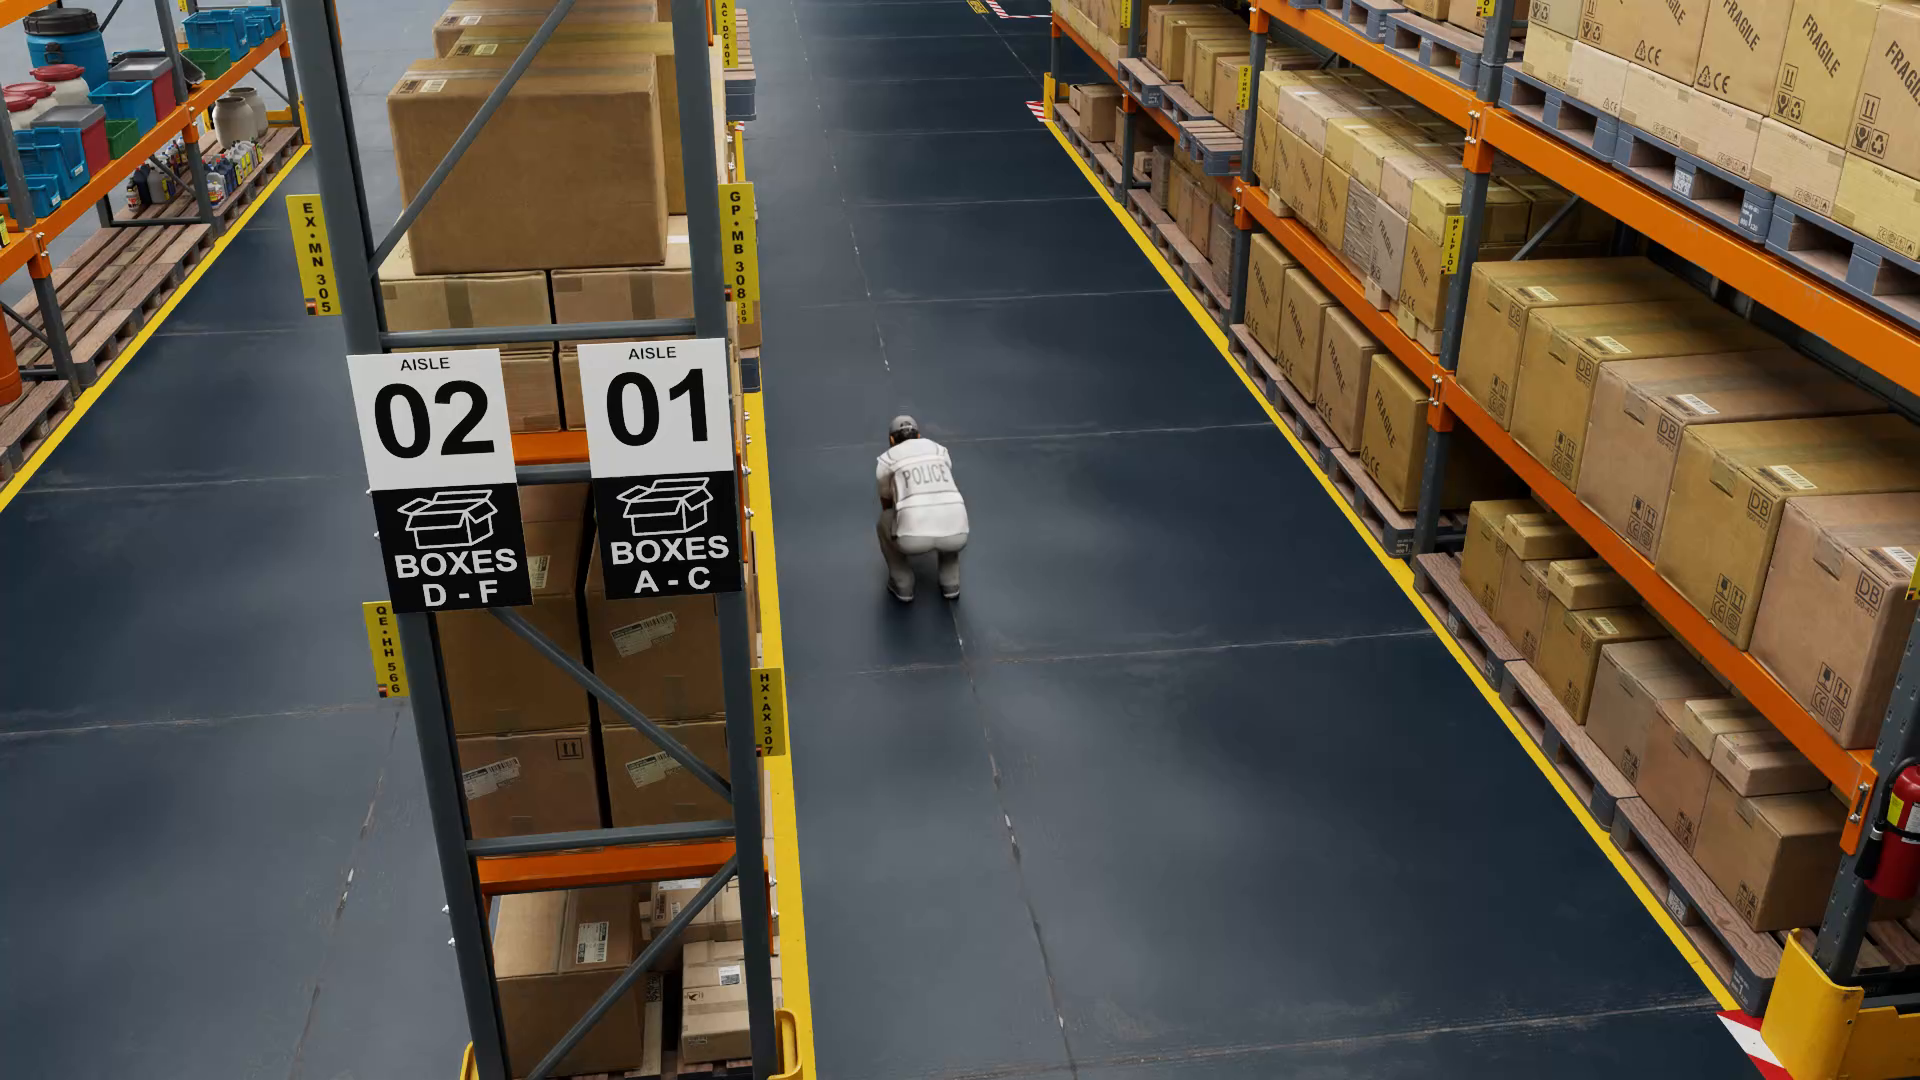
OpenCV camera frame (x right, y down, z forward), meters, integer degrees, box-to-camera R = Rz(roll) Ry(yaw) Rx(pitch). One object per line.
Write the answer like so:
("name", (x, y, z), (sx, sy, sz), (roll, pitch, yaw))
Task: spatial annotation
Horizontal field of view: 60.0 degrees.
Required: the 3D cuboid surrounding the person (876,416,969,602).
("person", (-0.231, -0.172, 9.742), (0.507, 0.953, 0.872), (-5, 28, -10))
